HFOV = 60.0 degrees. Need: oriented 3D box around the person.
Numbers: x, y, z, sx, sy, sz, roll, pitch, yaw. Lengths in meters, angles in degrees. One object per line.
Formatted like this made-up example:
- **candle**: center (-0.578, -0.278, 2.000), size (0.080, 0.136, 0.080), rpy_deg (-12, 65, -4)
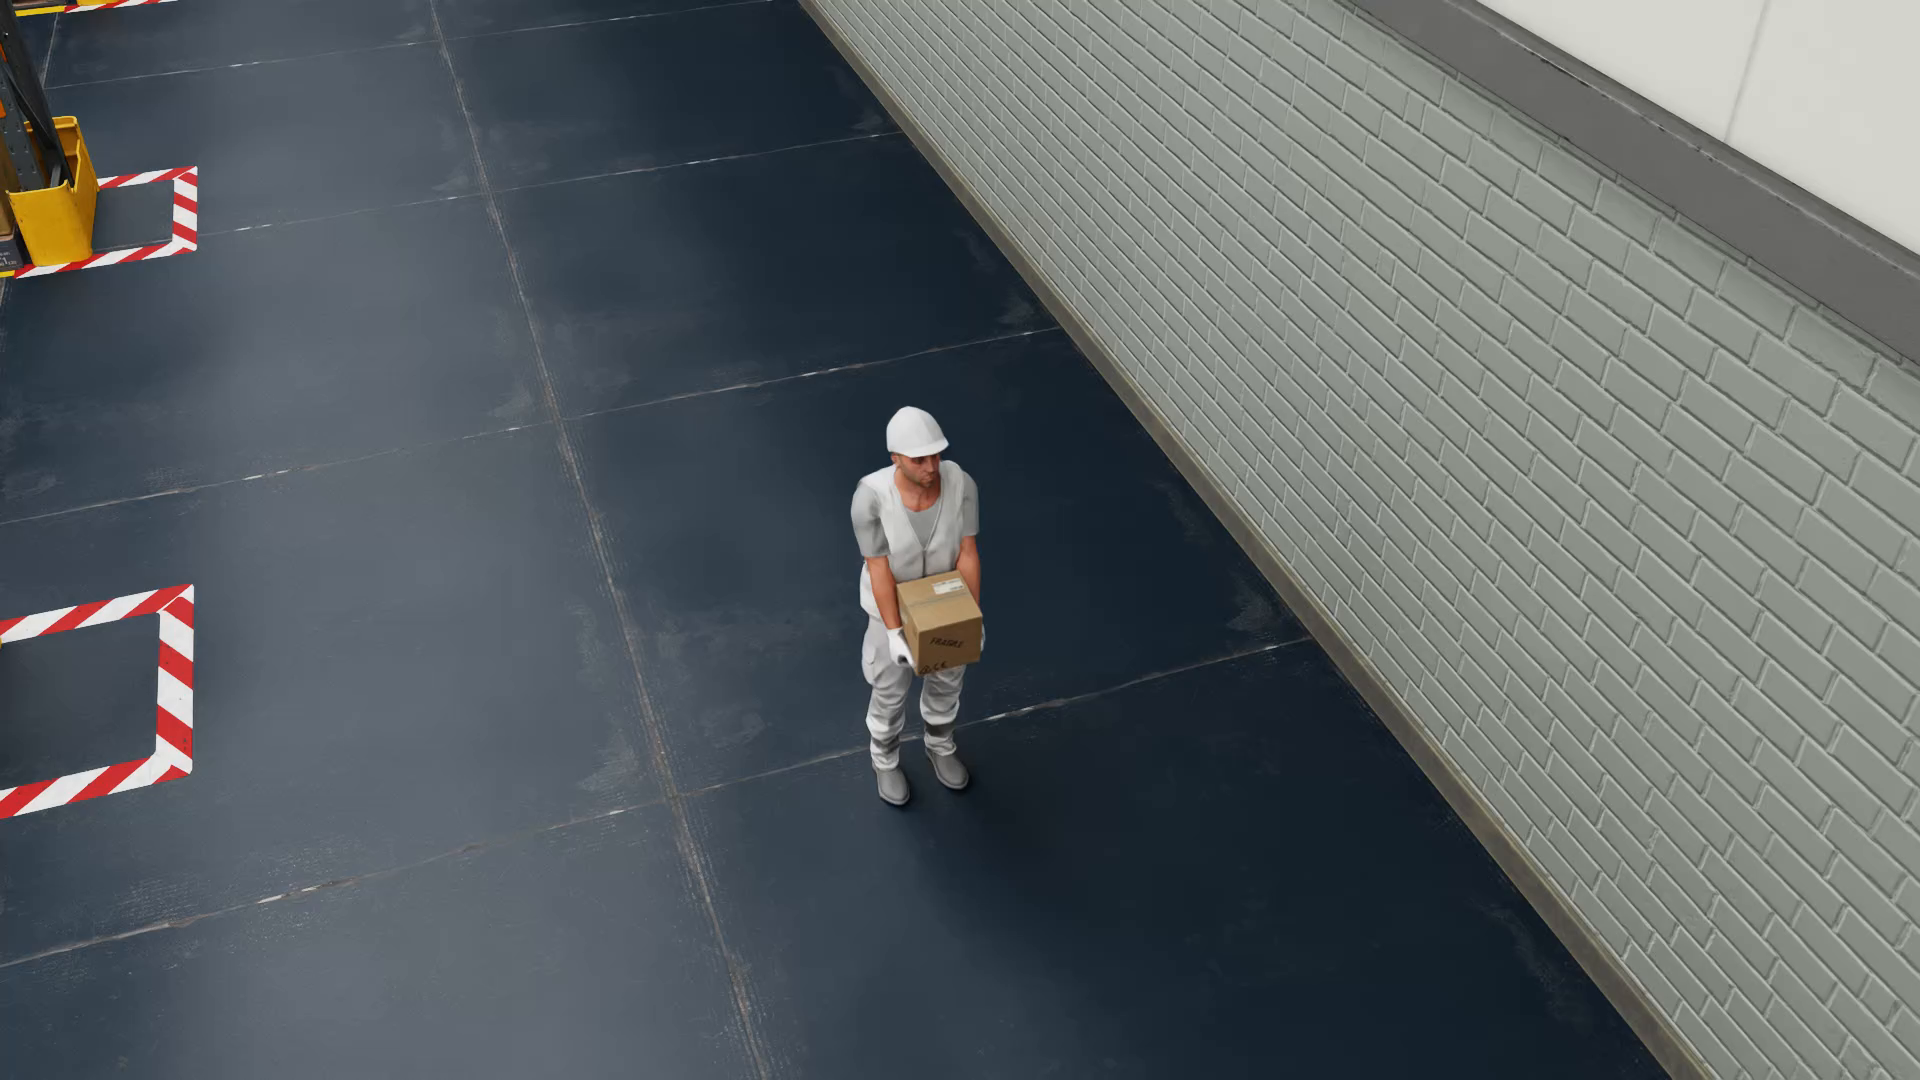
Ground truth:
- **person**: center (-0.129, 0.311, 6.358), size (0.495, 1.786, 0.563), rpy_deg (-13, 39, -16)
